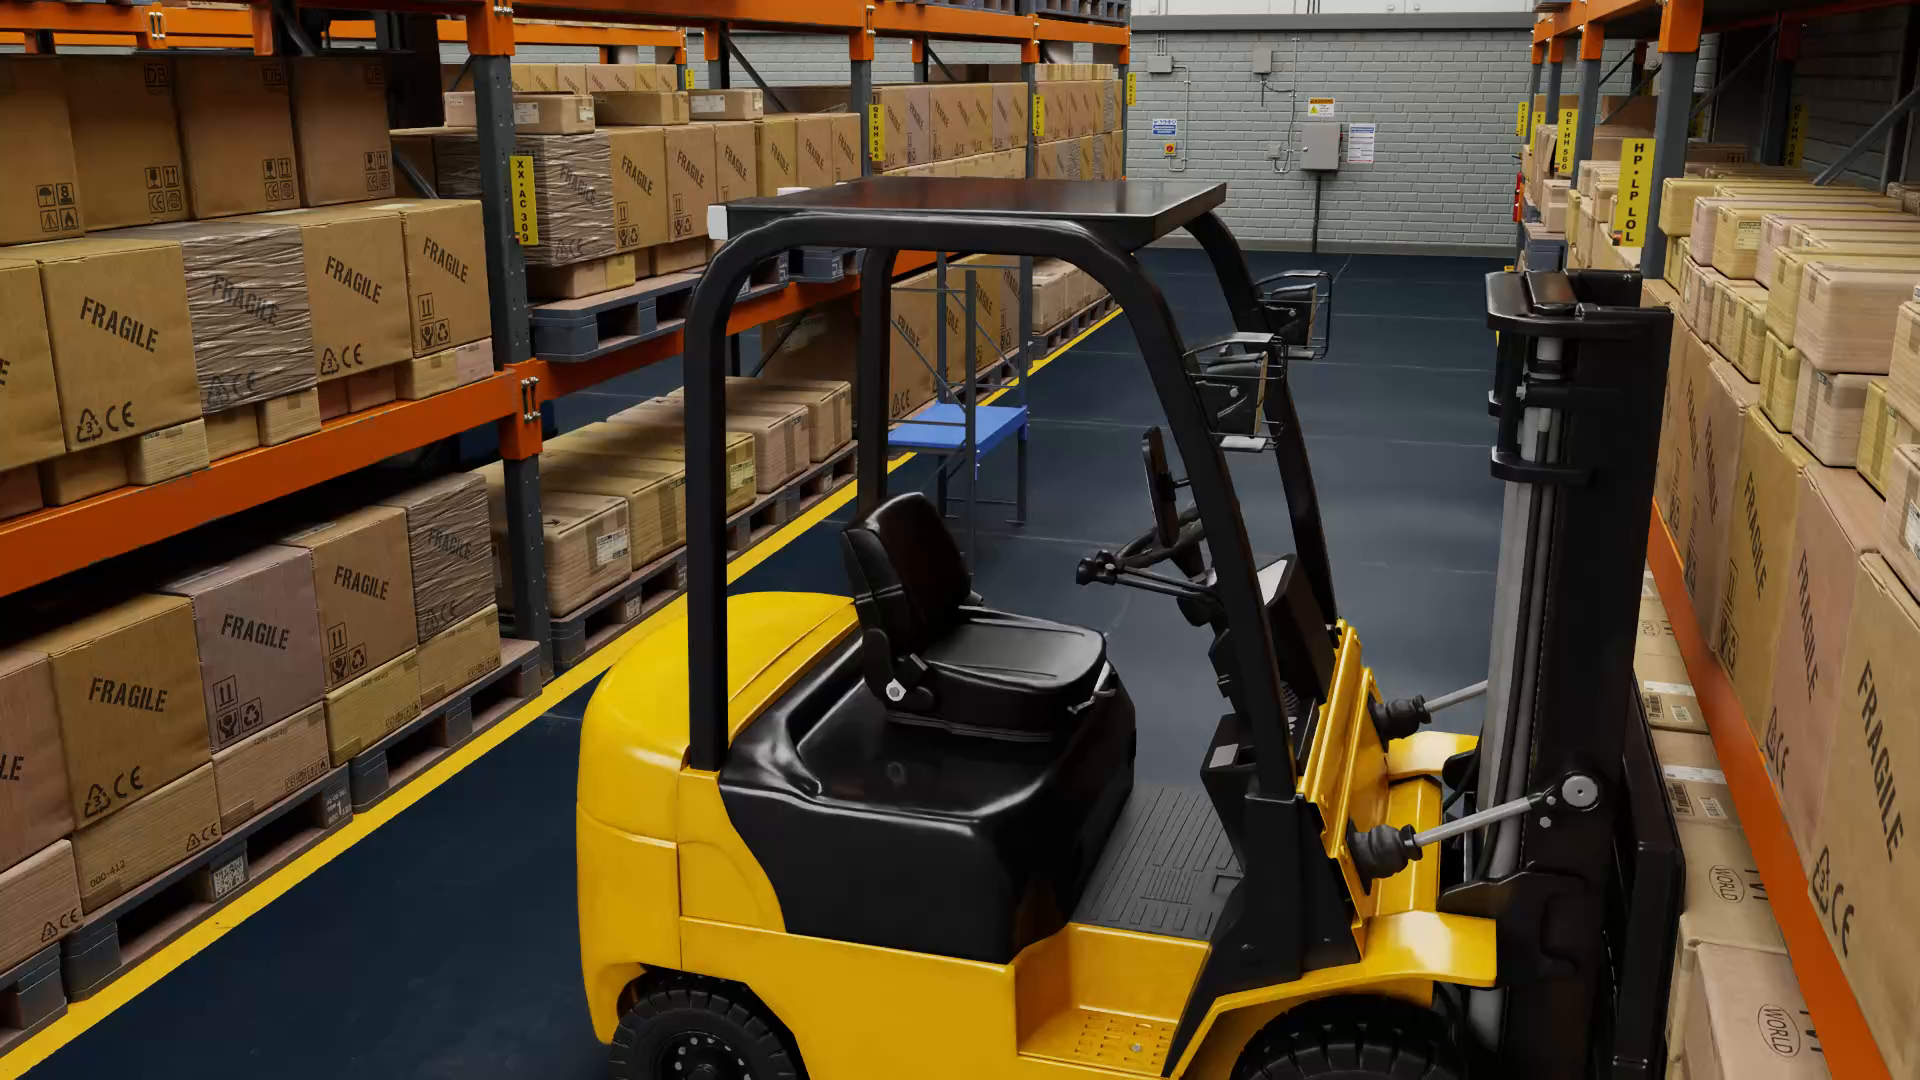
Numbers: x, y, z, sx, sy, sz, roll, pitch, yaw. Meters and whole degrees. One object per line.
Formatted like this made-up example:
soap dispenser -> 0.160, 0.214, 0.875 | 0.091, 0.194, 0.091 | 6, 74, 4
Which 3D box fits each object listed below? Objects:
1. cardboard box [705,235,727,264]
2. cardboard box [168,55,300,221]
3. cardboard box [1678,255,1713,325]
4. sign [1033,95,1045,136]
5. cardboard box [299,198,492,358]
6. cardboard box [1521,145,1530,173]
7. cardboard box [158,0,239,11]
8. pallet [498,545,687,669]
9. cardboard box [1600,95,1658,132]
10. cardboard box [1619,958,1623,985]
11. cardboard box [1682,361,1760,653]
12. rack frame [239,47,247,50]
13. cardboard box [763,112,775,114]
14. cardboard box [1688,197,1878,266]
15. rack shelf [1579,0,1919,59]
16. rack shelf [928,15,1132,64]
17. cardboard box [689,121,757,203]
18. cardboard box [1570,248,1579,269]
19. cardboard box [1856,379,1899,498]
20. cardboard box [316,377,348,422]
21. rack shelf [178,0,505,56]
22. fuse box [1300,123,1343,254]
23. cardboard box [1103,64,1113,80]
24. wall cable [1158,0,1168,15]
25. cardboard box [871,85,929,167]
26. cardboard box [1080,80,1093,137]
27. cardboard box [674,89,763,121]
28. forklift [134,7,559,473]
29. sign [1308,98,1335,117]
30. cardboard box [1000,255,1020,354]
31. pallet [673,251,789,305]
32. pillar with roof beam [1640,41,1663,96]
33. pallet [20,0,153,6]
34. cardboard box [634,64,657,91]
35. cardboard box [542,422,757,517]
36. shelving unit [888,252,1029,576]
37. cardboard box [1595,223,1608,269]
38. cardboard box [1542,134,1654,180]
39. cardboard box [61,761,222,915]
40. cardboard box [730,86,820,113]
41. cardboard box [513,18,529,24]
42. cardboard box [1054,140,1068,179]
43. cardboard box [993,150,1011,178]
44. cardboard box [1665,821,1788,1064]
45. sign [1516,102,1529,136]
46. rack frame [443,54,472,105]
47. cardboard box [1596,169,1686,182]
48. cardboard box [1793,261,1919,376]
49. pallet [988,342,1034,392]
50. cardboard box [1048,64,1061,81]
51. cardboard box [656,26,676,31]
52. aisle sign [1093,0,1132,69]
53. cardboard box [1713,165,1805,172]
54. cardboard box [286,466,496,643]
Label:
cardboard box -> -1.301, -1.434, 8.080 | 0.380, 0.149, 0.250 | 5, 17, 18
cardboard box -> -2.657, -1.336, 5.483 | 0.700, 0.500, 0.500 | 5, 17, 16
cardboard box -> 1.999, -0.610, 4.113 | 0.380, 0.149, 0.250 | 5, 17, 17
sign -> 0.639, -3.467, 13.578 | 0.100, 0.325, 0.005 | 5, 16, 16
cardboard box -> -2.045, -0.950, 5.953 | 0.500, 0.500, 0.500 | 4, 16, 14
cardboard box -> 5.625, -3.623, 15.835 | 0.500, 0.250, 0.500 | 5, 17, 16
cardboard box -> -5.378, -3.918, 11.466 | 0.500, 0.500, 0.500 | 5, 16, 16
pallet -> -1.938, 0.243, 7.584 | 1.003, 0.211, 1.213 | 5, 16, 16
cardboard box -> 5.554, -3.404, 13.689 | 0.500, 0.500, 0.500 | 4, 16, 14
cardboard box -> 1.724, 1.112, 3.680 | 0.500, 0.250, 0.500 | 5, 17, 18
cardboard box -> 1.788, -0.063, 3.369 | 0.500, 0.500, 0.500 | 5, 17, 16
rack frame -> -8.249, -4.802, 20.263 | 1.000, 3.000, 0.127 | 5, 16, 16
cardboard box -> -1.371, -2.234, 9.711 | 0.500, 0.500, 0.500 | 4, 16, 14
cardboard box -> 2.004, -0.751, 4.063 | 0.380, 0.149, 0.250 | 5, 17, 17
rack shelf -> 3.171, -2.131, 6.665 | 1.077, 0.370, 4.000 | 5, 16, 16
rack shelf -> 0.684, -4.607, 15.398 | 1.077, 0.370, 4.000 | 5, 16, 16
cardboard box -> -1.318, -1.783, 8.119 | 0.500, 0.500, 0.500 | 4, 16, 14
cardboard box -> 3.231, -1.256, 8.036 | 0.500, 0.250, 0.500 | 4, 16, 15
cardboard box -> 1.554, -0.133, 2.428 | 0.380, 0.149, 0.250 | 5, 16, 15
cardboard box -> -2.254, -0.474, 5.463 | 0.380, 0.149, 0.250 | 4, 16, 15
rack shelf -> -2.726, -1.468, 4.329 | 1.077, 0.370, 4.000 | 5, 16, 16
fuse box -> 4.805, -4.690, 22.228 | 0.539, 1.711, 0.414 | 5, 16, 16
cardboard box -> 1.301, -4.623, 16.428 | 0.380, 0.149, 0.250 | 4, 16, 15
wall cable -> 2.599, -8.430, 22.059 | 0.463, 3.000, 0.029 | 5, 16, 16
cardboard box -> -0.515, -2.710, 10.873 | 0.500, 0.500, 0.500 | 5, 16, 16
cardboard box -> 0.935, -4.019, 15.485 | 0.500, 0.500, 0.500 | 5, 16, 15
cardboard box -> -1.215, -2.196, 8.388 | 0.380, 0.149, 0.250 | 4, 16, 13
forklift -> -3.386, -1.467, 8.629 | 1.130, 2.935, 3.031 | 5, 17, 17
sign -> 4.811, -5.765, 22.146 | 0.339, 0.242, 0.001 | 5, 16, 16
cardboard box -> 0.016, -1.999, 13.503 | 0.875, 0.875, 0.875 | 5, 17, 18
pallet -> -1.544, -1.327, 8.364 | 1.003, 0.211, 1.213 | 5, 16, 16
pillar with roof beam -> 3.516, -7.505, 18.799 | 9.100, 9.000, 0.400 | 5, 16, 16
pallet -> -5.928, -3.478, 10.443 | 1.213, 0.211, 1.003 | 5, 17, 18
cardboard box -> -3.558, -4.792, 17.666 | 0.500, 0.500, 0.500 | 4, 16, 14
cardboard box -> -1.614, -0.340, 8.577 | 0.950, 0.372, 0.625 | 5, 17, 18
shelving unit -> -0.024, -0.699, 8.546 | 0.538, 1.500, 1.048 | 5, 16, 16
cardboard box -> 2.787, -1.095, 6.553 | 0.500, 0.250, 0.500 | 5, 17, 17
cardboard box -> 4.026, -2.250, 10.306 | 0.797, 0.503, 0.637 | 4, 16, 15
cardboard box -> -2.505, 0.807, 4.757 | 0.500, 0.250, 0.500 | 6, 17, 20
cardboard box -> -1.125, -2.625, 10.573 | 0.500, 0.500, 0.500 | 4, 16, 14
cardboard box -> -4.274, -4.816, 15.090 | 0.500, 0.250, 0.500 | 5, 17, 19
cardboard box -> 0.647, -3.269, 14.675 | 0.500, 0.500, 0.500 | 5, 17, 16
cardboard box -> 0.089, -2.890, 12.880 | 0.500, 0.250, 0.500 | 5, 17, 17
cardboard box -> 1.571, 0.764, 3.074 | 0.500, 0.250, 0.500 | 5, 17, 17
sign -> 5.492, -4.108, 16.230 | 0.100, 0.325, 0.005 | 5, 16, 16
rack frame -> -4.659, -3.345, 15.124 | 1.000, 3.000, 0.127 | 5, 16, 16
cardboard box -> 3.181, -1.648, 7.770 | 0.380, 0.149, 0.250 | 5, 17, 16
cardboard box -> 1.564, -0.351, 2.652 | 0.380, 0.149, 0.250 | 5, 17, 17
pallet -> -0.031, -1.438, 13.512 | 1.003, 0.211, 1.213 | 5, 16, 16
cardboard box -> 0.673, -4.090, 14.546 | 0.380, 0.149, 0.250 | 5, 16, 15
cardboard box -> -3.398, -5.623, 17.933 | 0.500, 0.250, 0.500 | 4, 16, 15
aisle sign -> 1.570, -5.279, 17.181 | 0.394, 0.787, 0.004 | 5, 16, 16
cardboard box -> 3.874, -1.739, 8.092 | 0.380, 0.149, 0.250 | 5, 17, 17
cardboard box -> -2.068, 0.041, 6.082 | 0.500, 0.500, 0.500 | 4, 16, 15
